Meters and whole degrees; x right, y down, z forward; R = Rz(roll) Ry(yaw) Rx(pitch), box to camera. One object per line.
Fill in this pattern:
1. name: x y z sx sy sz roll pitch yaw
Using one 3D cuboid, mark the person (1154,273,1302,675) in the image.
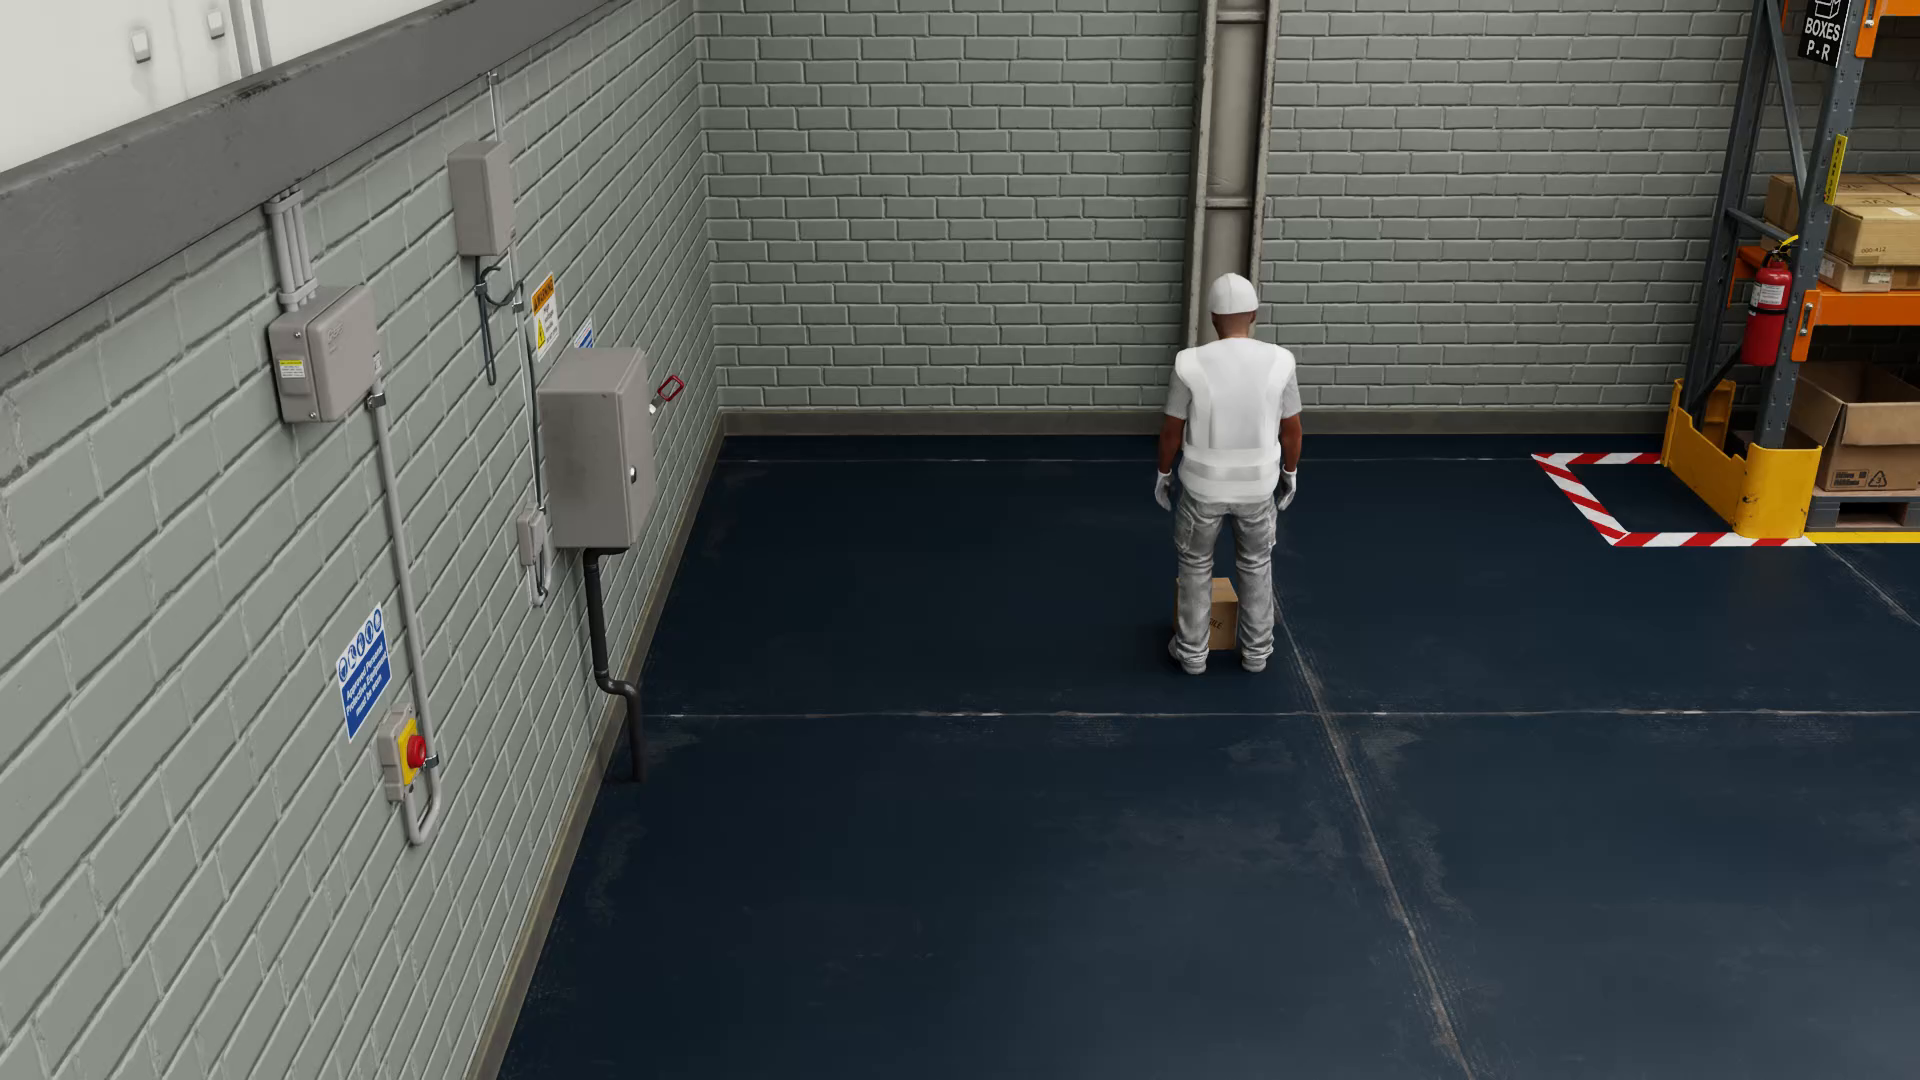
1. person: 1.153 -0.261 7.176 0.617 1.775 0.446 0 24 0
